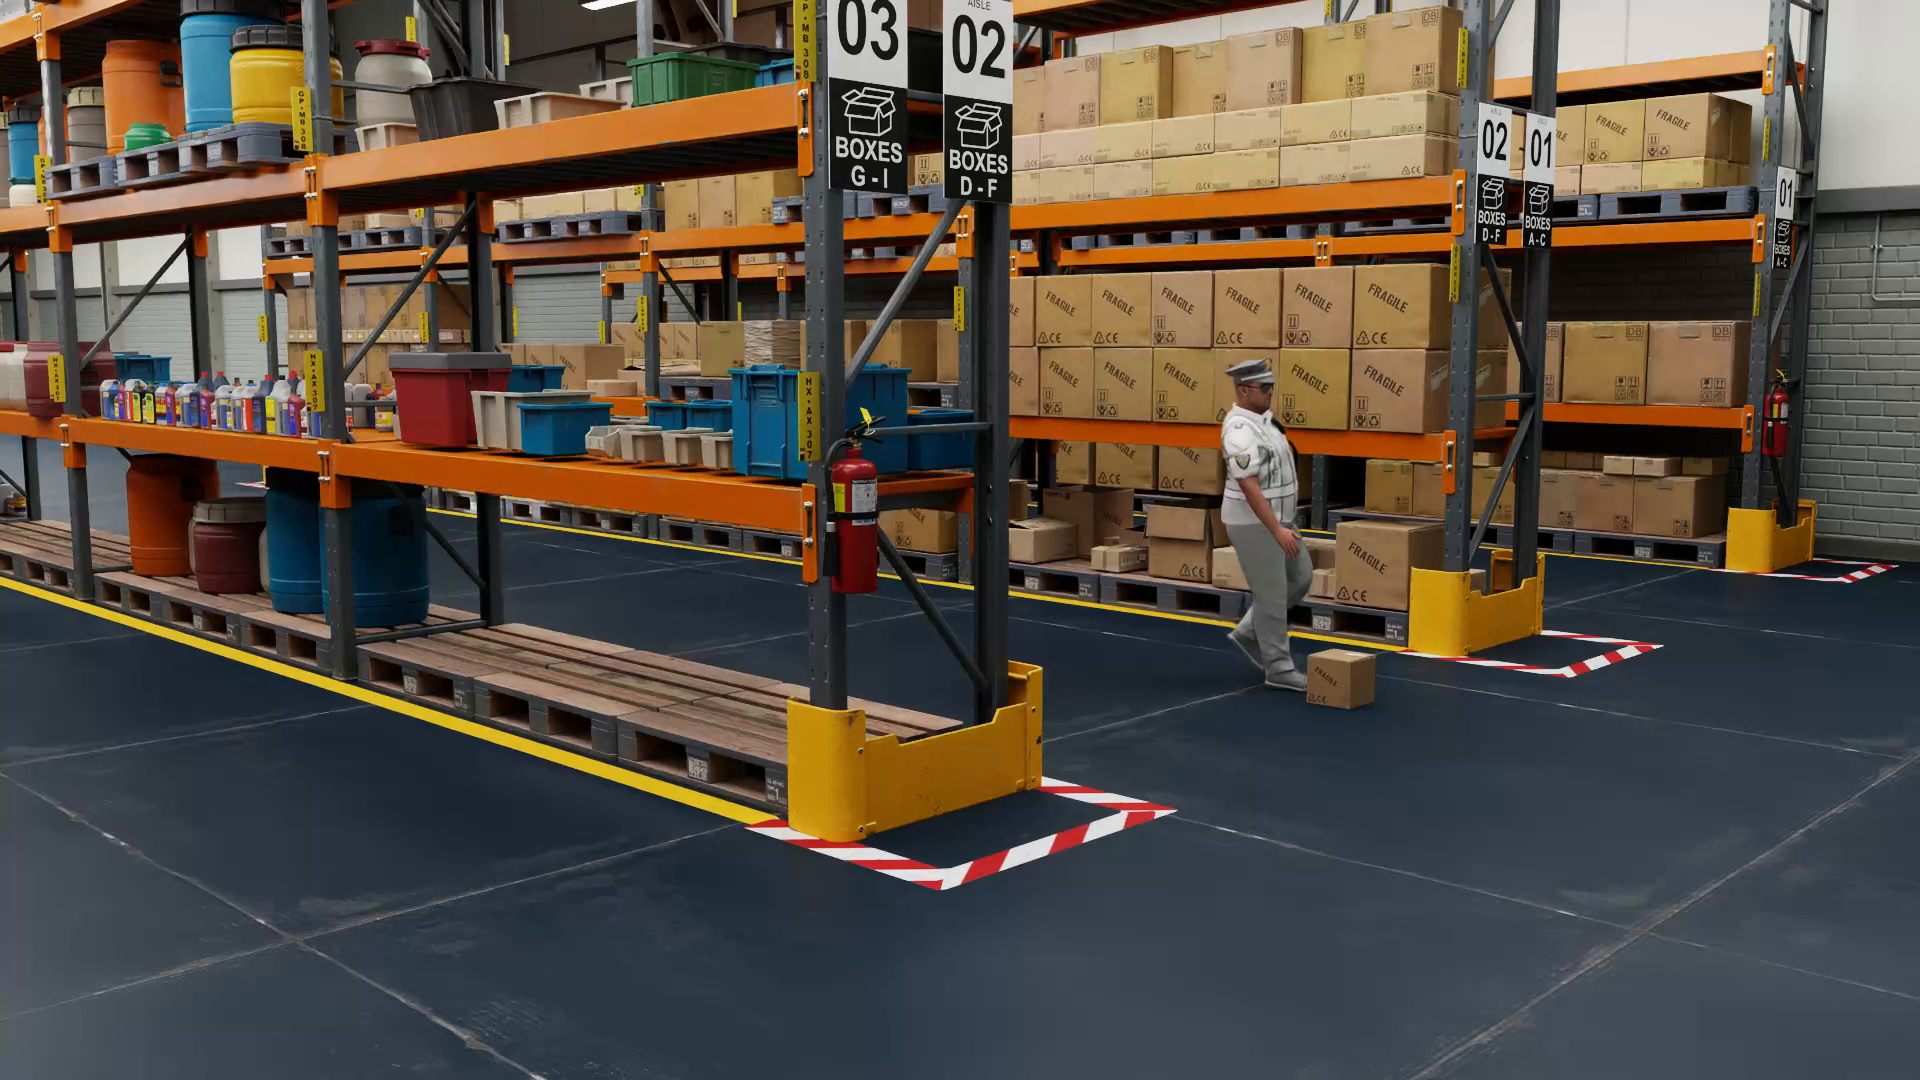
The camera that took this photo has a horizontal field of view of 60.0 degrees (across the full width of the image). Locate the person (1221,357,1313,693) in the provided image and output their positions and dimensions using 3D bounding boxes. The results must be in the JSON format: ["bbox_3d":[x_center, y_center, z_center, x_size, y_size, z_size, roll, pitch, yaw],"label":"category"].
[{"bbox_3d":[1.668,-0.084,8.814,0.600,1.760,0.634,3,8,26],"label":"person"}]
